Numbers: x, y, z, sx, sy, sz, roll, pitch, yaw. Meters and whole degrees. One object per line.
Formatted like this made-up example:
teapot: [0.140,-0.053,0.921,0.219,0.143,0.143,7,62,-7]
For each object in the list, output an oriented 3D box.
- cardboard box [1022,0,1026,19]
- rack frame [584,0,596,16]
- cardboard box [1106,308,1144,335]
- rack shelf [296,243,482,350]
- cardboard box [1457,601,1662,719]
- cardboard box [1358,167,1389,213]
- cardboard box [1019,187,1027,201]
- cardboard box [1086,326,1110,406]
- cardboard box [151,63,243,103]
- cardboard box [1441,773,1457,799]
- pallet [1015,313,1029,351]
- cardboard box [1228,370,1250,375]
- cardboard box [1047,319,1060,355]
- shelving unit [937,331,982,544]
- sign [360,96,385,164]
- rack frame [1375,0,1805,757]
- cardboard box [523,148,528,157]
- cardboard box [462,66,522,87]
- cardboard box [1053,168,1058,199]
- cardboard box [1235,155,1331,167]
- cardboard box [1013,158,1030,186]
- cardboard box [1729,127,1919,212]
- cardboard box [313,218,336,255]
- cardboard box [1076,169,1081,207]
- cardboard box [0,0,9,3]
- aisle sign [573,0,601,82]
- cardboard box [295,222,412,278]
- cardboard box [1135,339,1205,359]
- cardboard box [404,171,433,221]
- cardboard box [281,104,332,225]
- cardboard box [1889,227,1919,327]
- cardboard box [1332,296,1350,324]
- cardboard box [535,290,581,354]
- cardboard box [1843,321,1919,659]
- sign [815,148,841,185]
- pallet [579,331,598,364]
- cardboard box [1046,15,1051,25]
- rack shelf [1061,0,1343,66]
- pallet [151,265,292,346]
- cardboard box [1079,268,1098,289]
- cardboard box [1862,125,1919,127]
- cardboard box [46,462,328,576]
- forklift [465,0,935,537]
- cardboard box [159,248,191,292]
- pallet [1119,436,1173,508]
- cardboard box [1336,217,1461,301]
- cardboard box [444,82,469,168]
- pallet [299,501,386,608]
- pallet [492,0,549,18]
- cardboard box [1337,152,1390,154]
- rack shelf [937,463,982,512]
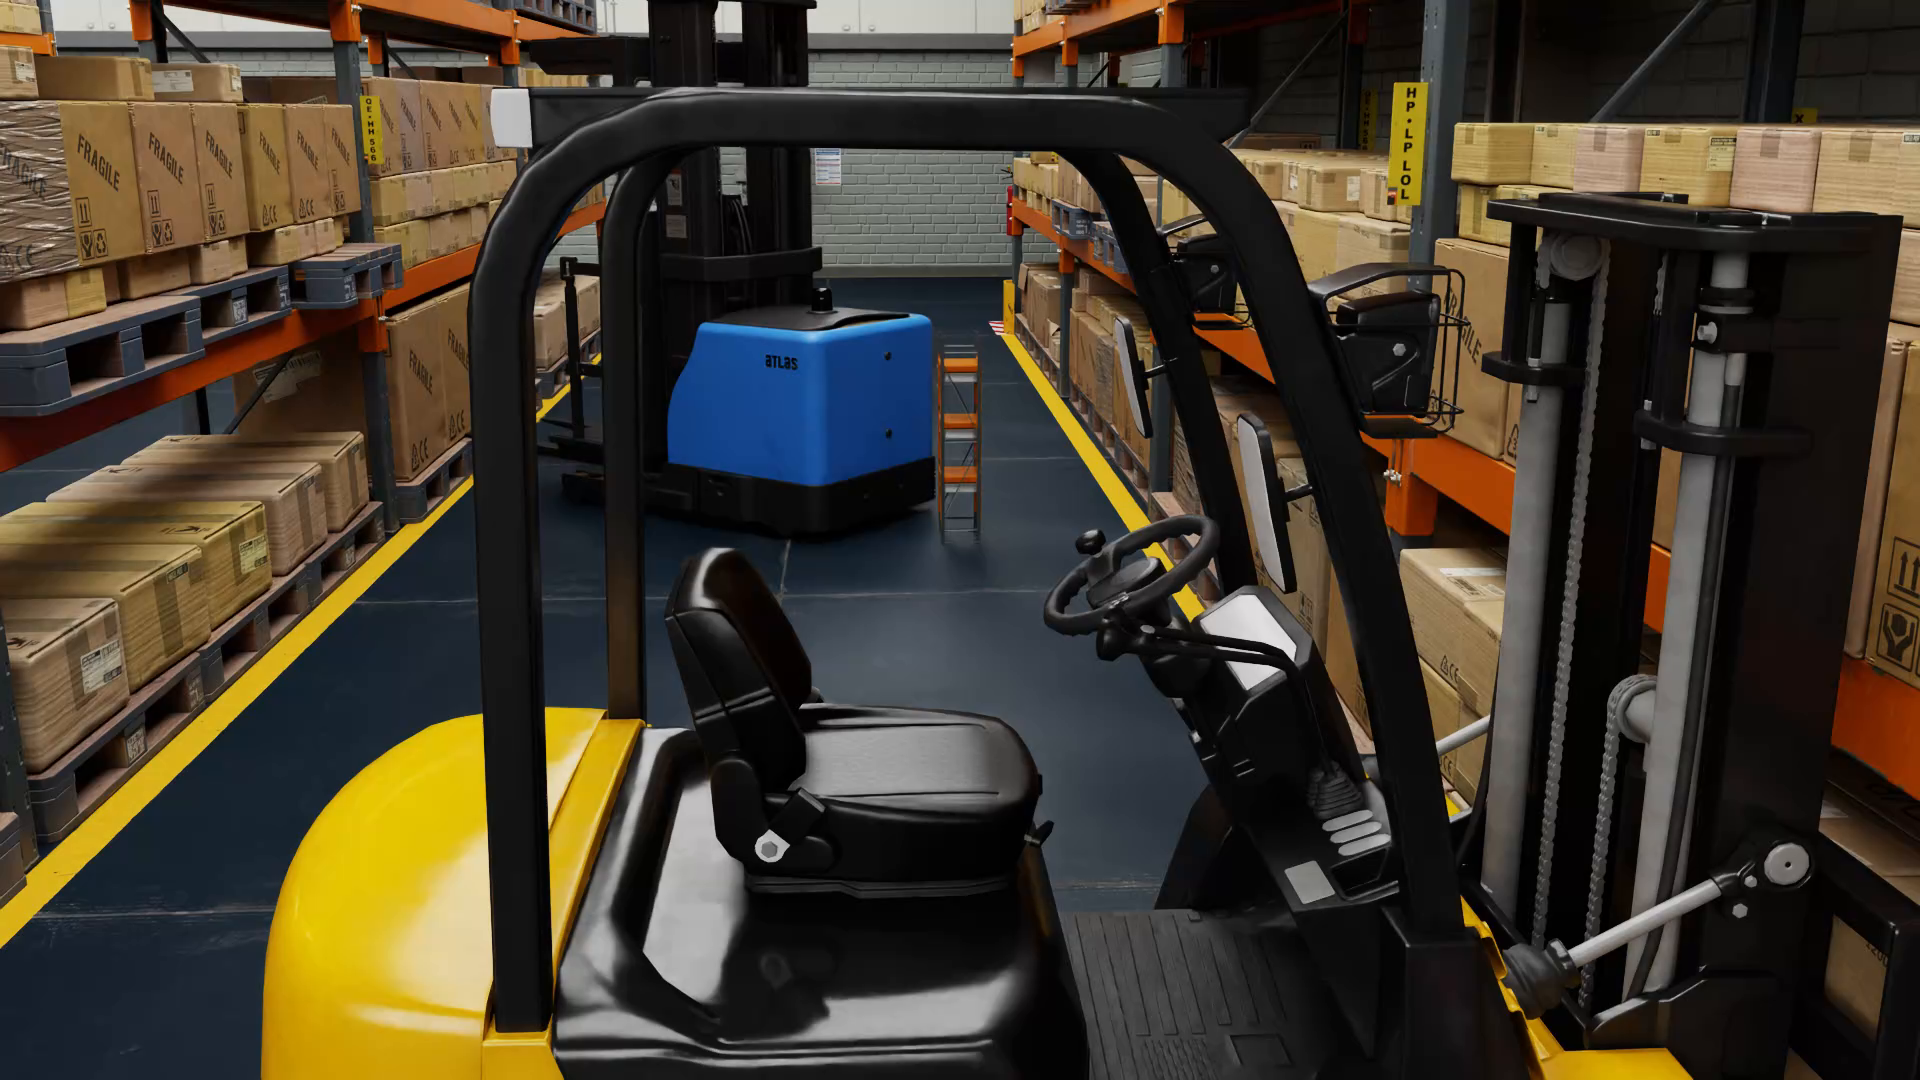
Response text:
cardboard box: [0.827,-4.835,14.983,0.500,0.250,0.500,-1,14,-2]
rack frame: [-3.933,-6.379,15.261,1.000,3.000,0.127,-1,14,-3]
cardboard box: [1.168,-1.447,11.001,0.380,0.149,0.250,0,14,-1]
rack shelf: [-3.562,-1.633,10.299,1.077,0.370,4.000,-1,14,-3]
cardboard box: [1.502,0.329,3.895,0.500,0.250,0.500,-1,14,-3]
cardboard box: [1.525,-1.137,5.423,0.380,0.149,0.250,-1,14,-3]
cardboard box: [0.767,-3.344,16.007,0.380,0.149,0.250,-1,14,-4]
cardboard box: [1.143,-1.169,11.225,0.500,0.500,0.500,-1,14,-5]
cardboard box: [-3.055,-1.792,6.529,0.380,0.149,0.250,-2,15,-6]
cardboard box: [1.464,0.686,4.514,0.500,0.250,0.500,-1,14,-3]
pallet: [1.076,-1.984,15.814,1.003,0.211,1.213,-1,14,-3]
cardboard box: [1.770,-0.664,9.261,0.500,0.500,0.500,0,14,-1]
cardboard box: [0.919,-1.659,13.598,0.396,0.266,0.258,0,14,-1]
shelving unit: [-0.003,-0.522,8.447,0.215,1.050,0.252,-1,14,-3]
sign: [-2.897,-2.018,8.183,0.100,0.325,0.005,-1,14,-3]
rack frame: [1.764,-0.567,4.711,1.000,3.000,0.127,-1,14,-3]
cardboard box: [-3.473,-3.134,12.480,0.500,0.500,0.500,-1,14,-3]
cardboard box: [-3.446,-3.409,12.245,0.380,0.149,0.250,-1,14,-4]
cardboard box: [0.993,-2.751,12.903,0.500,0.250,0.500,-1,14,-2]
cardboard box: [1.332,-1.520,6.911,0.380,0.149,0.250,-1,14,-2]
cardboard box: [0.780,-3.506,15.837,0.500,0.250,0.500,-1,14,-3]
cardboard box: [1.647,-0.671,3.014,0.380,0.149,0.250,-1,14,-4]
cardboard box: [-3.033,-1.361,7.457,0.380,0.149,0.250,-1,14,-4]
cardboard box: [0.971,-2.344,11.042,0.396,0.266,0.258,0,14,-1]
cardboard box: [-8.552,-4.757,14.273,0.500,0.250,0.500,-1,14,-5]
aisle sign: [-3.628,-4.756,15.773,0.394,0.787,0.004,-1,14,-3]
cardboard box: [-3.217,-1.537,8.783,0.500,0.250,0.500,-1,14,-4]
cardboard box: [1.185,-1.055,9.480,0.380,0.149,0.250,-2,15,-6]
cardboard box: [-3.254,-1.912,9.237,0.500,0.250,0.500,-1,14,-2]
cardboard box: [-3.089,-1.643,7.252,0.500,0.500,0.500,-1,14,-4]
cardboard box: [1.681,-0.399,2.555,0.380,0.149,0.250,-1,14,-4]
cardboard box: [1.472,-0.616,5.201,0.500,0.250,0.500,-1,14,-2]
cardboard box: [-3.673,-1.822,13.888,0.875,0.438,0.875,-1,14,-5]
cardboard box: [1.622,-0.121,2.775,0.500,0.500,0.500,-1,14,-3]
sign: [-1.720,-4.885,21.684,0.329,0.494,0.001,-1,14,-3]
pallet: [-3.733,-1.623,14.412,1.003,0.211,1.213,-1,14,-3]
cardboard box: [0.911,-4.291,13.669,0.380,0.149,0.250,-1,14,-3]
rack shelf: [1.392,-3.164,10.227,1.077,0.370,4.000,-1,14,-3]
pallet: [-3.274,-0.900,6.389,1.003,0.211,1.213,-1,14,-3]
cardboard box: [1.086,-1.915,12.226,0.380,0.149,0.250,-1,14,-4]
cardboard box: [2.167,-0.809,3.552,0.380,0.149,0.250,-1,14,-5]
cardboard box: [-3.359,-0.091,7.292,0.950,0.372,0.625,-1,14,-5]
forklift: [-1.627,-1.703,9.264,3.031,2.935,1.130,10,18,35]
cardboard box: [-2.997,-0.971,5.943,0.380,0.149,0.250,-1,14,-3]
pallet: [1.508,-0.398,9.649,1.003,0.211,1.213,-1,14,-3]
cardboard box: [1.478,-0.855,5.127,0.500,0.250,0.500,-1,14,-5]
cardboard box: [-3.309,-2.521,10.098,0.500,0.500,0.500,-1,14,-3]
pallet: [-3.391,0.060,7.868,1.003,0.211,1.213,-1,14,-3]
pallet: [-3.726,-4.093,12.571,1.003,0.211,1.213,-1,14,-3]
cardboard box: [1.906,-1.658,7.449,0.380,0.149,0.250,-1,14,-5]
rack shelf: [-0.003,-0.242,8.519,0.215,0.259,0.240,-1,14,-3]
